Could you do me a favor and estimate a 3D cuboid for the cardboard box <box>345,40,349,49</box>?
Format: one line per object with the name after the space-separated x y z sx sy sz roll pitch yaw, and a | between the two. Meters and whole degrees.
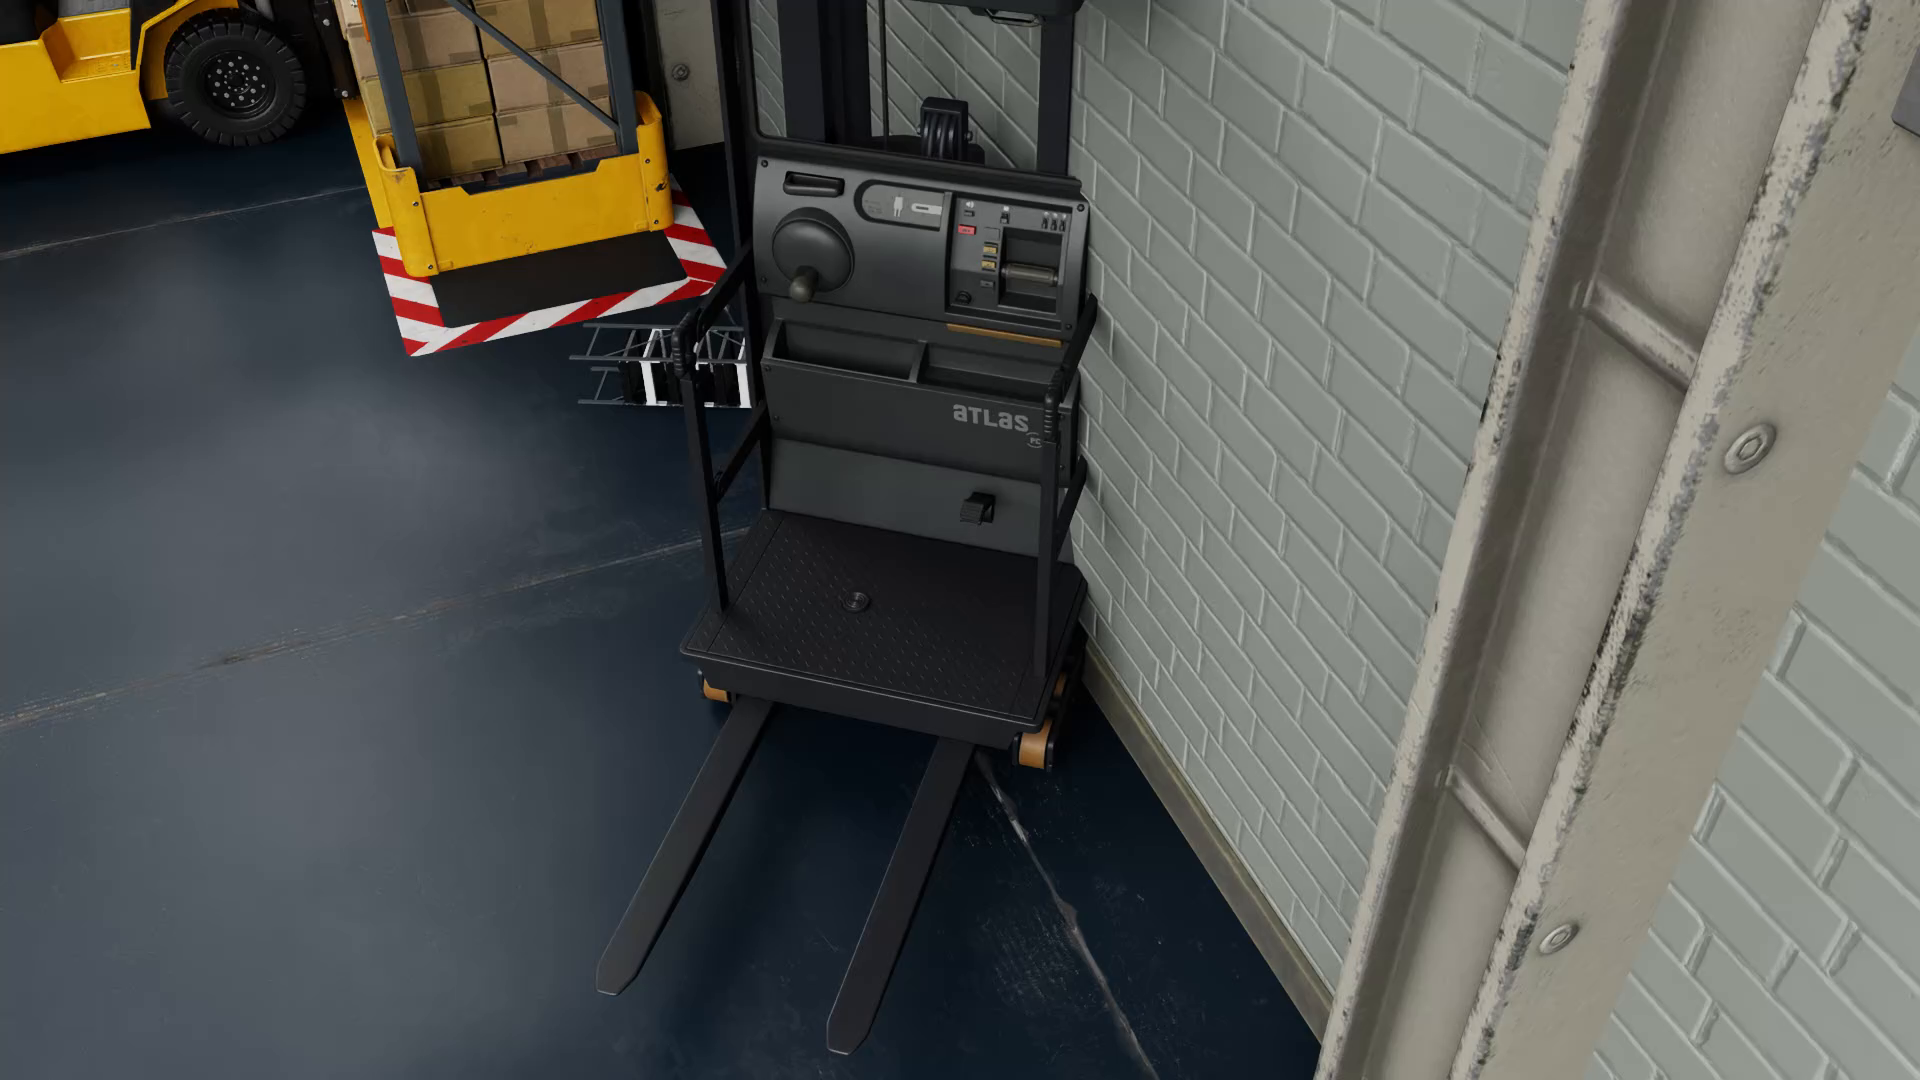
-2.920 -2.735 8.416 0.500 0.250 0.500 -14 43 -16 | cardboard box

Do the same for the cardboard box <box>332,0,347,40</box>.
-2.738 -2.633 7.915 0.500 0.250 0.500 -16 43 -18 | cardboard box

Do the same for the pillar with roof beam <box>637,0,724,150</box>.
-5.276 -4.346 3.902 9.100 9.000 0.400 -15 43 -17 | pillar with roof beam

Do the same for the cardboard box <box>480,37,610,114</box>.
-1.852 -2.142 7.344 0.500 0.250 0.500 -14 43 -16 | cardboard box

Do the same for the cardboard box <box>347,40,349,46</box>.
-2.701 -2.427 8.059 0.500 0.250 0.500 -15 43 -16 | cardboard box

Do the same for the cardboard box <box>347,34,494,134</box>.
-2.340 -2.022 7.205 0.500 0.250 0.500 -16 43 -17 | cardboard box

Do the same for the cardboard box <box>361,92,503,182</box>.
-2.336 -1.822 7.355 0.500 0.250 0.500 -15 43 -17 | cardboard box

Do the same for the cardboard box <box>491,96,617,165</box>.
-1.872 -1.962 7.518 0.500 0.250 0.500 -15 43 -17 | cardboard box

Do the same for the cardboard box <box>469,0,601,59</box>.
-1.873 -2.334 7.183 0.500 0.250 0.500 -16 43 -18 | cardboard box

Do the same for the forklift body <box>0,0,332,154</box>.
-4.276 -2.866 7.434 2.313 2.155 1.214 -15 43 -17 | forklift body

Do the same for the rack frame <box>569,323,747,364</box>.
-1.005 -0.742 6.290 0.900 0.006 0.240 2 41 3 | rack frame

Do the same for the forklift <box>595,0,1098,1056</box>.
-0.171 -0.719 4.338 1.130 2.935 3.031 10 42 12 | forklift

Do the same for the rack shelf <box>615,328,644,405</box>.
-1.241 -0.672 6.368 0.077 0.200 0.258 2 41 3 | rack shelf

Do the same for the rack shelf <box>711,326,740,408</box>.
-0.881 -0.661 6.350 0.077 0.200 0.258 2 41 3 | rack shelf

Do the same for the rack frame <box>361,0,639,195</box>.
-1.864 -2.501 6.358 1.000 3.000 0.127 -15 43 -17 | rack frame

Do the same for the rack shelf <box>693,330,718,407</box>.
-0.971 -0.664 6.354 0.077 0.200 0.258 2 41 3 | rack shelf

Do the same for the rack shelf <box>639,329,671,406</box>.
-1.151 -0.669 6.363 0.077 0.200 0.258 2 41 3 | rack shelf

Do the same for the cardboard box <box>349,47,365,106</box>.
-2.518 -2.124 7.706 0.500 0.250 0.500 -15 43 -17 | cardboard box

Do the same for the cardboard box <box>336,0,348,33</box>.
-2.530 -2.503 7.379 0.500 0.250 0.500 -14 43 -16 | cardboard box

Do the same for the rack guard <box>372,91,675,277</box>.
-1.855 -1.539 7.156 1.175 0.500 0.348 -15 43 -17 | rack guard

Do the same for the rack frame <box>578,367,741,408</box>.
-1.004 -0.588 6.422 0.900 0.006 0.240 2 41 3 | rack frame

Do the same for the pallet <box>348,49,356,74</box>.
-2.659 -2.628 8.644 1.003 0.211 1.213 -15 43 -17 | pallet

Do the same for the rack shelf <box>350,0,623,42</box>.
-2.630 -3.433 7.993 1.077 0.370 4.000 -15 43 -17 | rack shelf

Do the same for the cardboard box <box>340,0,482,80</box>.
-2.329 -2.196 7.023 0.500 0.250 0.500 -14 43 -15 | cardboard box

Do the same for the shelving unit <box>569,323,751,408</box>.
-1.004 -0.665 6.356 0.900 0.210 0.258 2 41 3 | shelving unit

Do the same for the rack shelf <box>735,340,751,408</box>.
-0.791 -0.658 6.345 0.077 0.200 0.258 2 41 3 | rack shelf

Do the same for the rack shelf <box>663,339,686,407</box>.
-1.061 -0.666 6.359 0.077 0.200 0.258 2 41 3 | rack shelf

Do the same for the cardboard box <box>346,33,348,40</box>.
-2.521 -2.327 7.559 0.500 0.250 0.500 -16 43 -17 | cardboard box

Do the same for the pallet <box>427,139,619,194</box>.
-2.196 -1.894 7.790 1.003 0.211 1.213 -15 43 -17 | pallet
